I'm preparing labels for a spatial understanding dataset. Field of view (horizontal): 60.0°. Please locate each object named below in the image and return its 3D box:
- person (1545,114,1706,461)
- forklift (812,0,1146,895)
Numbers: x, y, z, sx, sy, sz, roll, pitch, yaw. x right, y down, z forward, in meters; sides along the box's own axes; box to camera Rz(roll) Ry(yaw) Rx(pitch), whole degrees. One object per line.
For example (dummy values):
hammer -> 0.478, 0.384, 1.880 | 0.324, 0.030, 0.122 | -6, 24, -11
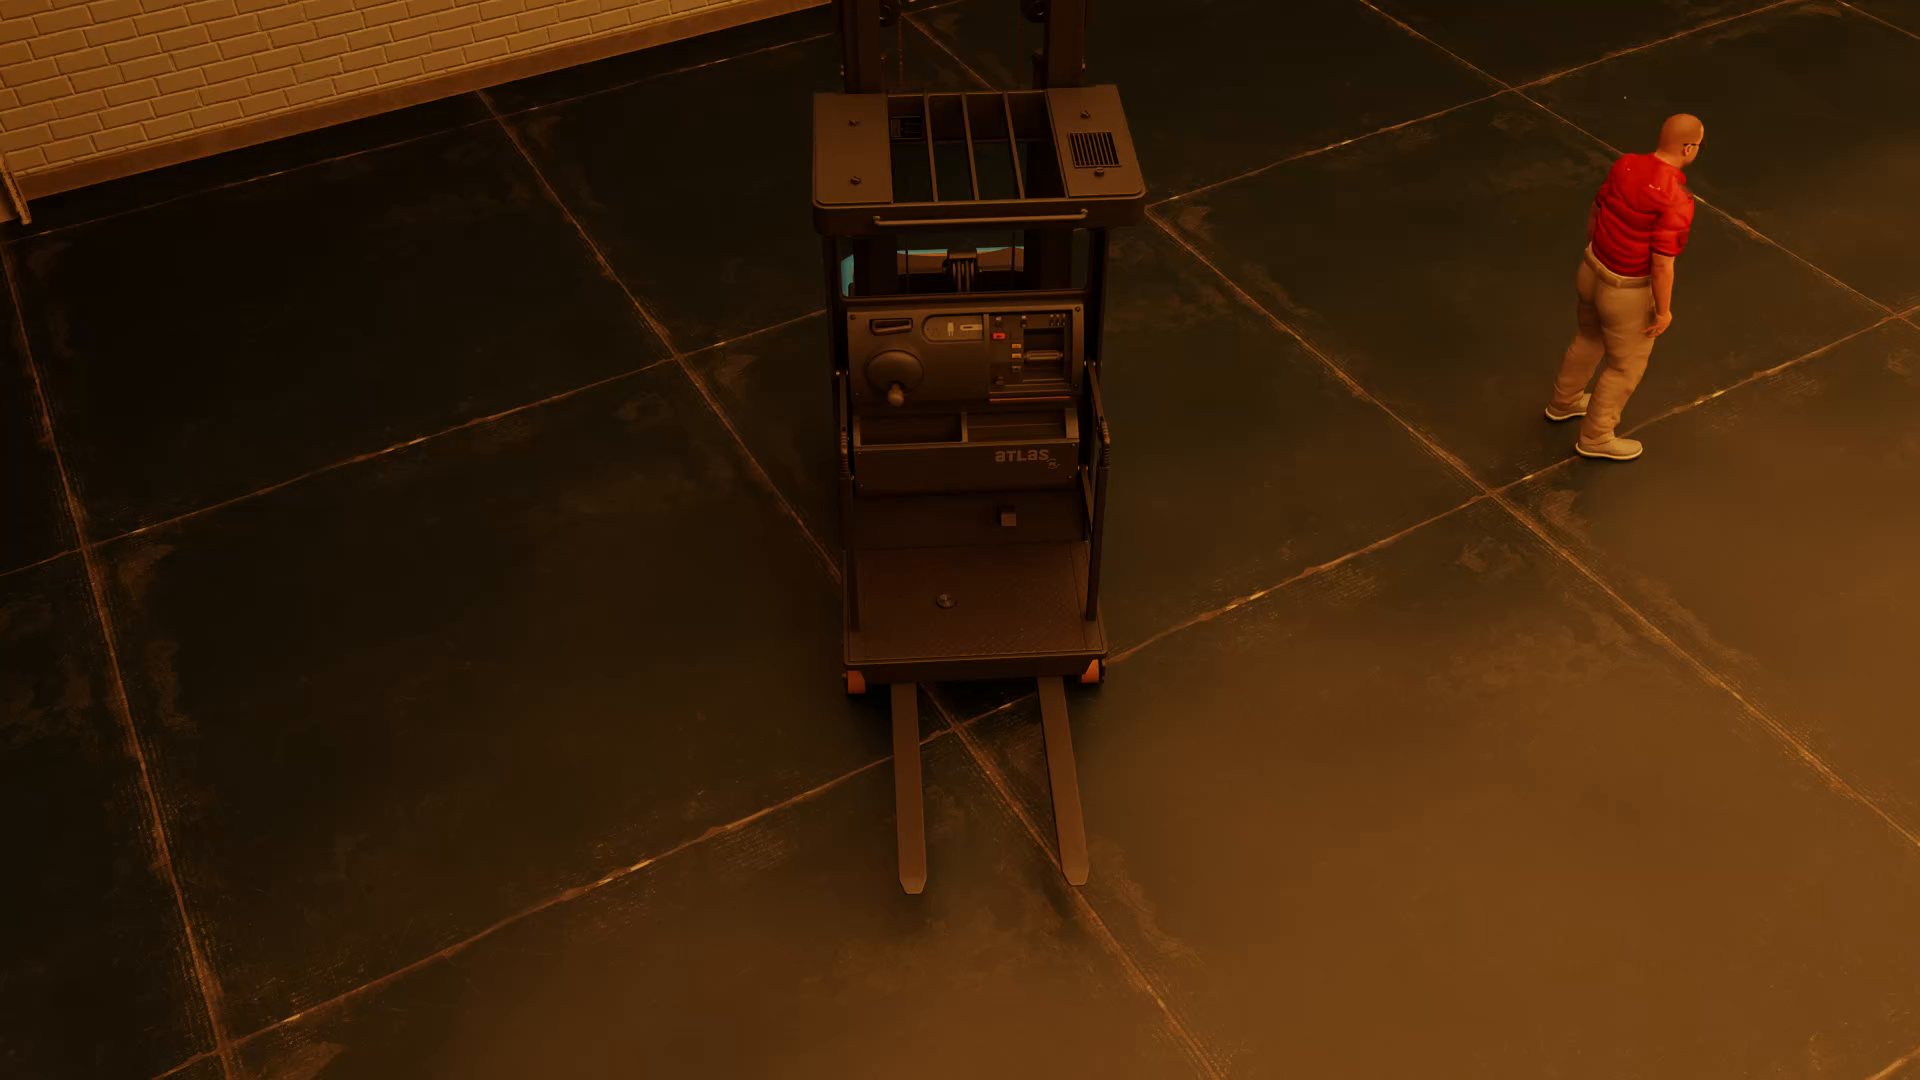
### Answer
person -> 3.160, -1.206, 7.883 | 0.397, 1.727, 0.607 | -11, 44, -12
forklift -> 0.039, -0.649, 6.397 | 1.130, 2.935, 3.031 | -2, 43, -3
